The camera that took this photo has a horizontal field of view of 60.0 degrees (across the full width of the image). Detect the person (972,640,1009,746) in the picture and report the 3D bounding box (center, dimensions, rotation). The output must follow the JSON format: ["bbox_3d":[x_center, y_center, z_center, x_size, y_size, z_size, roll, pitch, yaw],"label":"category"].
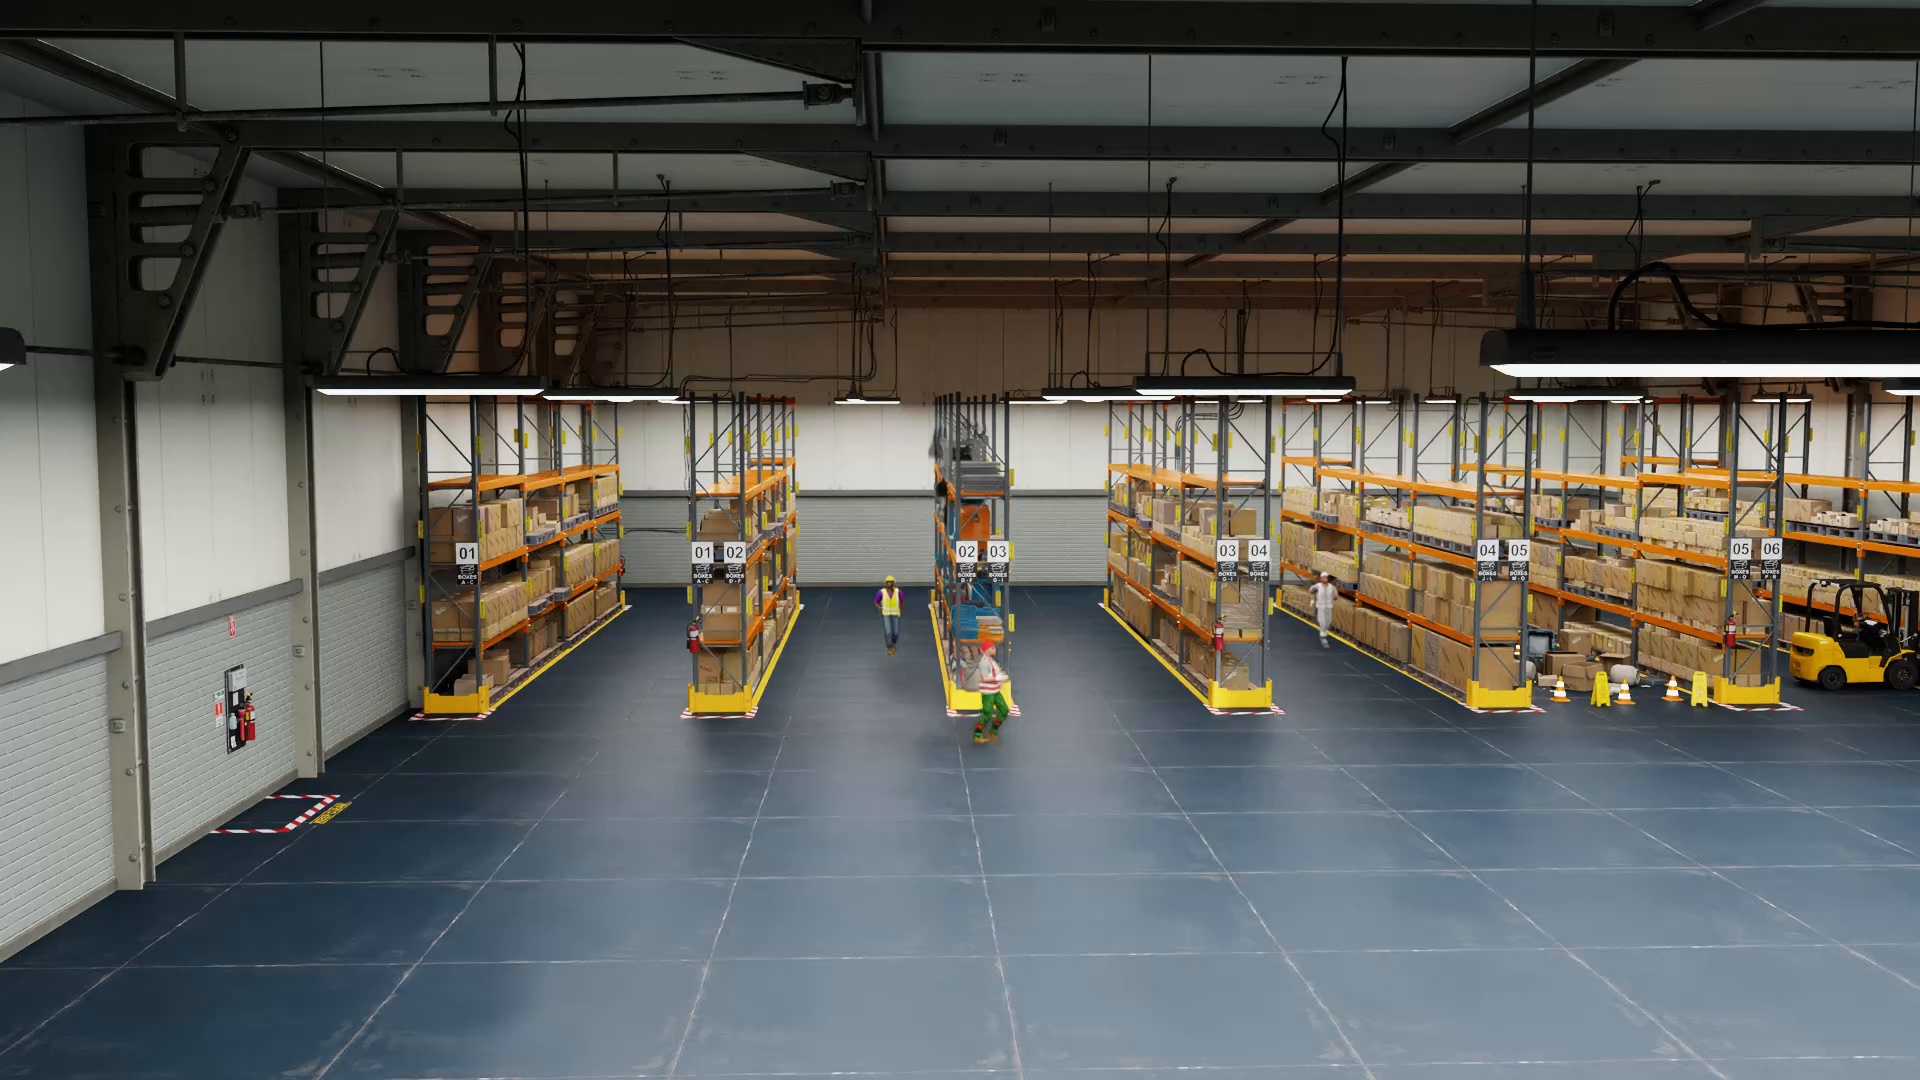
[{"bbox_3d":[0.539,2.589,28.049,0.690,1.807,0.635,2,5,22],"label":"person"}]

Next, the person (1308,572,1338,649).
[{"bbox_3d":[8.652,1.637,39.486,0.659,1.773,1.003,-1,5,-7],"label":"person"}]

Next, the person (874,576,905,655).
[{"bbox_3d":[-1.524,1.655,36.412,0.696,1.735,0.539,-1,5,-9],"label":"person"}]

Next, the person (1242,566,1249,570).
[{"bbox_3d":[7.956,1.235,46.330,0.605,1.596,0.611,1,5,6],"label":"person"}]
